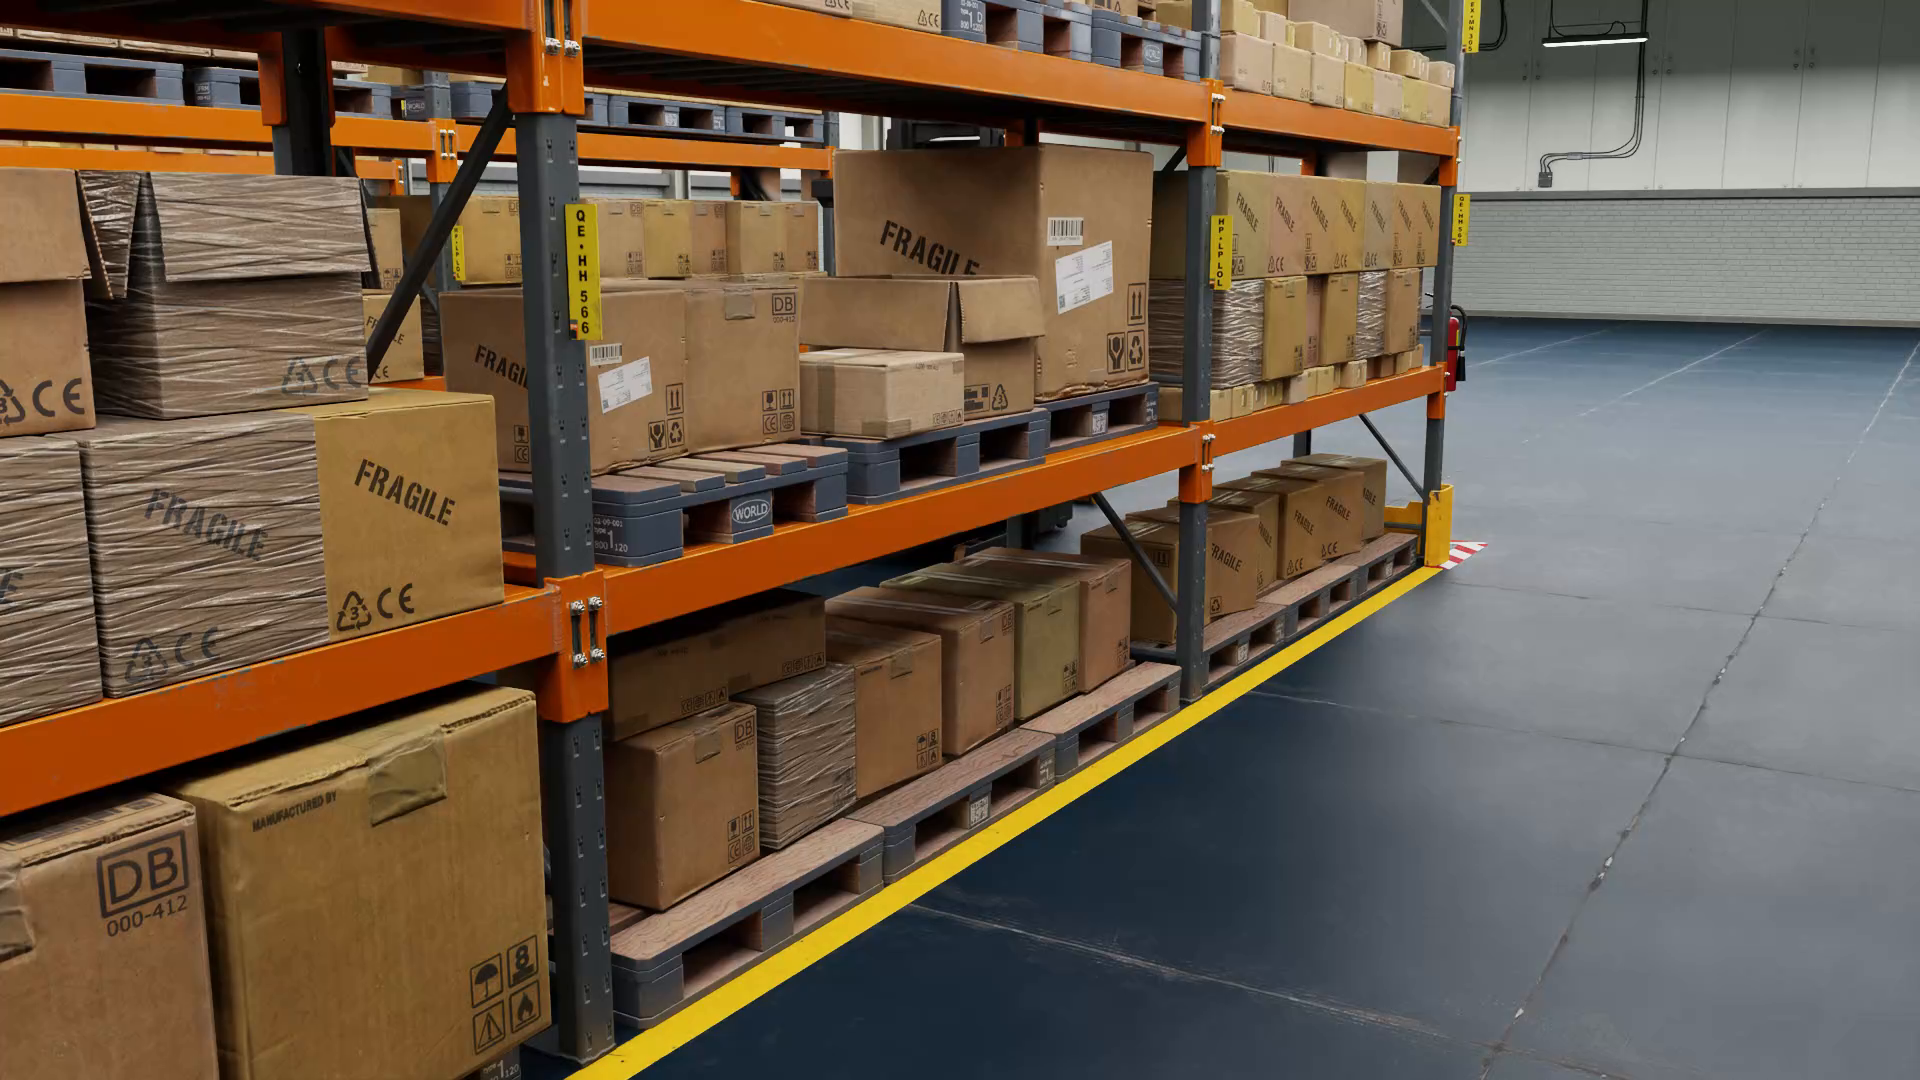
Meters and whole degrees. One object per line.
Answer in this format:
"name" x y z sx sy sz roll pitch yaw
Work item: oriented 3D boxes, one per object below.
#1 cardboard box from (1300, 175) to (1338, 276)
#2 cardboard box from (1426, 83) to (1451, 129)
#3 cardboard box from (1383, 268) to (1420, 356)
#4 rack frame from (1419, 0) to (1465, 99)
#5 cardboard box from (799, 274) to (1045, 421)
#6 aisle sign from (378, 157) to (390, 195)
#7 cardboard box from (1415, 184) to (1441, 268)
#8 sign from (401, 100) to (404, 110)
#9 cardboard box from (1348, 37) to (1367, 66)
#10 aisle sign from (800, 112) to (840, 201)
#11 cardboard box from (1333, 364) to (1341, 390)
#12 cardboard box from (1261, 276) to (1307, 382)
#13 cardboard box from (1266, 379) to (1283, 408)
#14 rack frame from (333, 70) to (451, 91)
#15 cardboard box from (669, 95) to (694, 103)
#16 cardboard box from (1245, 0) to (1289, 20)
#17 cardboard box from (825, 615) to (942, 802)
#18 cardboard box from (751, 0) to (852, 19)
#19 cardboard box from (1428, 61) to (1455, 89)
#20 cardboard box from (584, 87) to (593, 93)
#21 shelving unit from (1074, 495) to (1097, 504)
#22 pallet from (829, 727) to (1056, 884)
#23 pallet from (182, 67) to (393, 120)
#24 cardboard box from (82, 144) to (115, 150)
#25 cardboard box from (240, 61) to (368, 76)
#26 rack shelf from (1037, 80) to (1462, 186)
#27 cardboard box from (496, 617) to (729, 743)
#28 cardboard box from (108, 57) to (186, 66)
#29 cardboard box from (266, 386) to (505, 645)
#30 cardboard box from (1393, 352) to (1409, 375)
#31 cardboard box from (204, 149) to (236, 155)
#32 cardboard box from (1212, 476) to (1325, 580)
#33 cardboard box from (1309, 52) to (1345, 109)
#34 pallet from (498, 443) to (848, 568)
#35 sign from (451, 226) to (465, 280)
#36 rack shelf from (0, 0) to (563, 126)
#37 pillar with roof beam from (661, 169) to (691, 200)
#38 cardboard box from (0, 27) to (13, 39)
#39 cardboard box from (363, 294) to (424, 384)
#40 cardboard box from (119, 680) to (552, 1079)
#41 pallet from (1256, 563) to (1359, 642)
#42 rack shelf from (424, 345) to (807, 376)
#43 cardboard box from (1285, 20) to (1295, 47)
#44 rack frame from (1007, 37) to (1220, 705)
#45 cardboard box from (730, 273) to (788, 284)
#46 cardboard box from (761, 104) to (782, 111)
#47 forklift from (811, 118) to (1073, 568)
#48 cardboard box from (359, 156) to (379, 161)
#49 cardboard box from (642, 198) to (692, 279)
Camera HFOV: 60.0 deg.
"cardboard box" 1.655 -1.653 8.749 0.500 0.500 0.500 6 12 31
"cardboard box" 2.730 -2.692 10.353 0.500 0.250 0.500 7 13 32
"cardboard box" 2.297 -1.413 10.184 0.875 0.500 0.500 6 12 31
"rack frame" 2.763 -4.340 10.597 1.000 3.000 0.127 6 12 31
"cardboard box" -0.135 -0.738 6.238 0.797 0.503 0.637 8 13 36
"aisle sign" -5.427 -3.598 15.872 0.394 0.787 0.004 6 12 31
"cardboard box" 2.689 -1.968 10.433 0.500 0.500 0.500 6 12 31
"sign" -5.243 -4.192 15.549 0.100 0.325 0.005 6 12 31
"cardboard box" 2.022 -2.672 9.162 0.380 0.149 0.250 6 12 28
"aisle sign" -1.131 -3.141 13.433 0.394 0.787 0.004 6 12 31
"cardboard box" 1.913 -0.925 9.340 0.380 0.149 0.250 6 12 31
"cardboard box" 1.262 -1.098 8.501 0.875 0.500 0.500 6 12 31
"cardboard box" 1.424 -0.764 8.482 0.380 0.149 0.250 6 12 31
"rack frame" -3.500 -4.201 9.853 1.000 3.000 0.127 6 12 31
"cardboard box" -2.099 -3.163 11.732 0.380 0.149 0.250 7 12 31
"cardboard box" 1.761 -3.099 9.682 0.500 0.500 0.500 6 12 30
"cardboard box" -0.494 0.594 6.144 0.700 0.500 0.500 8 13 35
"cardboard box" -0.662 -1.664 4.863 0.500 0.250 0.500 7 13 32
"cardboard box" 2.885 -2.915 10.458 0.380 0.149 0.250 6 12 31
"cardboard box" -2.627 -3.003 10.875 0.380 0.149 0.250 6 12 30
"shelving unit" 0.634 -0.978 13.017 0.587 1.500 1.083 5 12 27
"pallet" -0.349 0.924 6.362 1.003 0.211 1.213 6 12 31
"pallet" -3.934 -2.484 9.351 0.805 0.209 1.217 6 12 28
"cardboard box" -7.030 -3.207 13.376 0.380 0.149 0.250 7 13 32
"cardboard box" -3.731 -2.782 9.420 0.500 0.250 0.500 7 12 31
"rack shelf" 1.725 -2.198 9.260 1.077 0.370 4.000 6 12 31
"cardboard box" -1.068 0.402 5.128 0.500 0.250 0.500 7 13 33
"cardboard box" -4.450 -2.663 9.060 0.380 0.149 0.250 6 12 31
"cardboard box" -1.435 -0.081 3.879 0.500 0.500 0.500 7 13 32
"cardboard box" 2.575 -1.120 10.382 0.380 0.149 0.250 6 12 31
"cardboard box" -6.412 -3.360 14.198 0.380 0.149 0.250 6 12 30
"cardboard box" 1.802 -0.079 9.789 0.500 0.500 0.500 8 13 36
"cardboard box" 1.676 -2.370 8.633 0.500 0.250 0.500 6 12 28
"pallet" -1.112 -0.161 5.100 1.213 0.211 1.003 6 12 31
"sign" -3.032 -1.732 10.037 0.100 0.325 0.005 6 12 31
"rack shelf" -2.429 -0.939 2.539 1.077 0.370 4.000 6 12 31
"pillar with roof beam" -1.173 -7.213 25.944 9.100 9.000 0.400 6 12 31
"cardboard box" -4.753 -2.451 7.652 0.500 0.250 0.500 7 13 32
"cardboard box" -3.543 -1.194 9.821 0.500 0.500 0.500 6 12 30
"cardboard box" -1.767 0.811 4.017 1.225 0.875 0.875 6 12 28
"pallet" 1.637 0.307 9.657 1.003 0.211 1.213 6 12 31
"rack shelf" -2.462 -1.213 12.152 1.077 0.370 4.000 6 12 31
"cardboard box" 1.448 -2.512 8.310 0.380 0.149 0.250 7 13 32
"rack frame" 0.686 -0.762 7.789 1.000 3.000 0.127 6 12 31
"cardboard box" -1.845 -1.804 12.944 0.875 0.550 0.550 6 12 31
"cardboard box" -1.571 -3.323 12.585 0.380 0.149 0.250 7 12 32
"forklift" -0.286 -1.338 11.053 1.130 2.935 3.031 5 12 27
"cardboard box" -5.653 -3.606 15.511 0.380 0.149 0.250 6 12 31
"cardboard box" -2.427 -2.165 11.939 0.875 0.550 0.500 6 12 31
